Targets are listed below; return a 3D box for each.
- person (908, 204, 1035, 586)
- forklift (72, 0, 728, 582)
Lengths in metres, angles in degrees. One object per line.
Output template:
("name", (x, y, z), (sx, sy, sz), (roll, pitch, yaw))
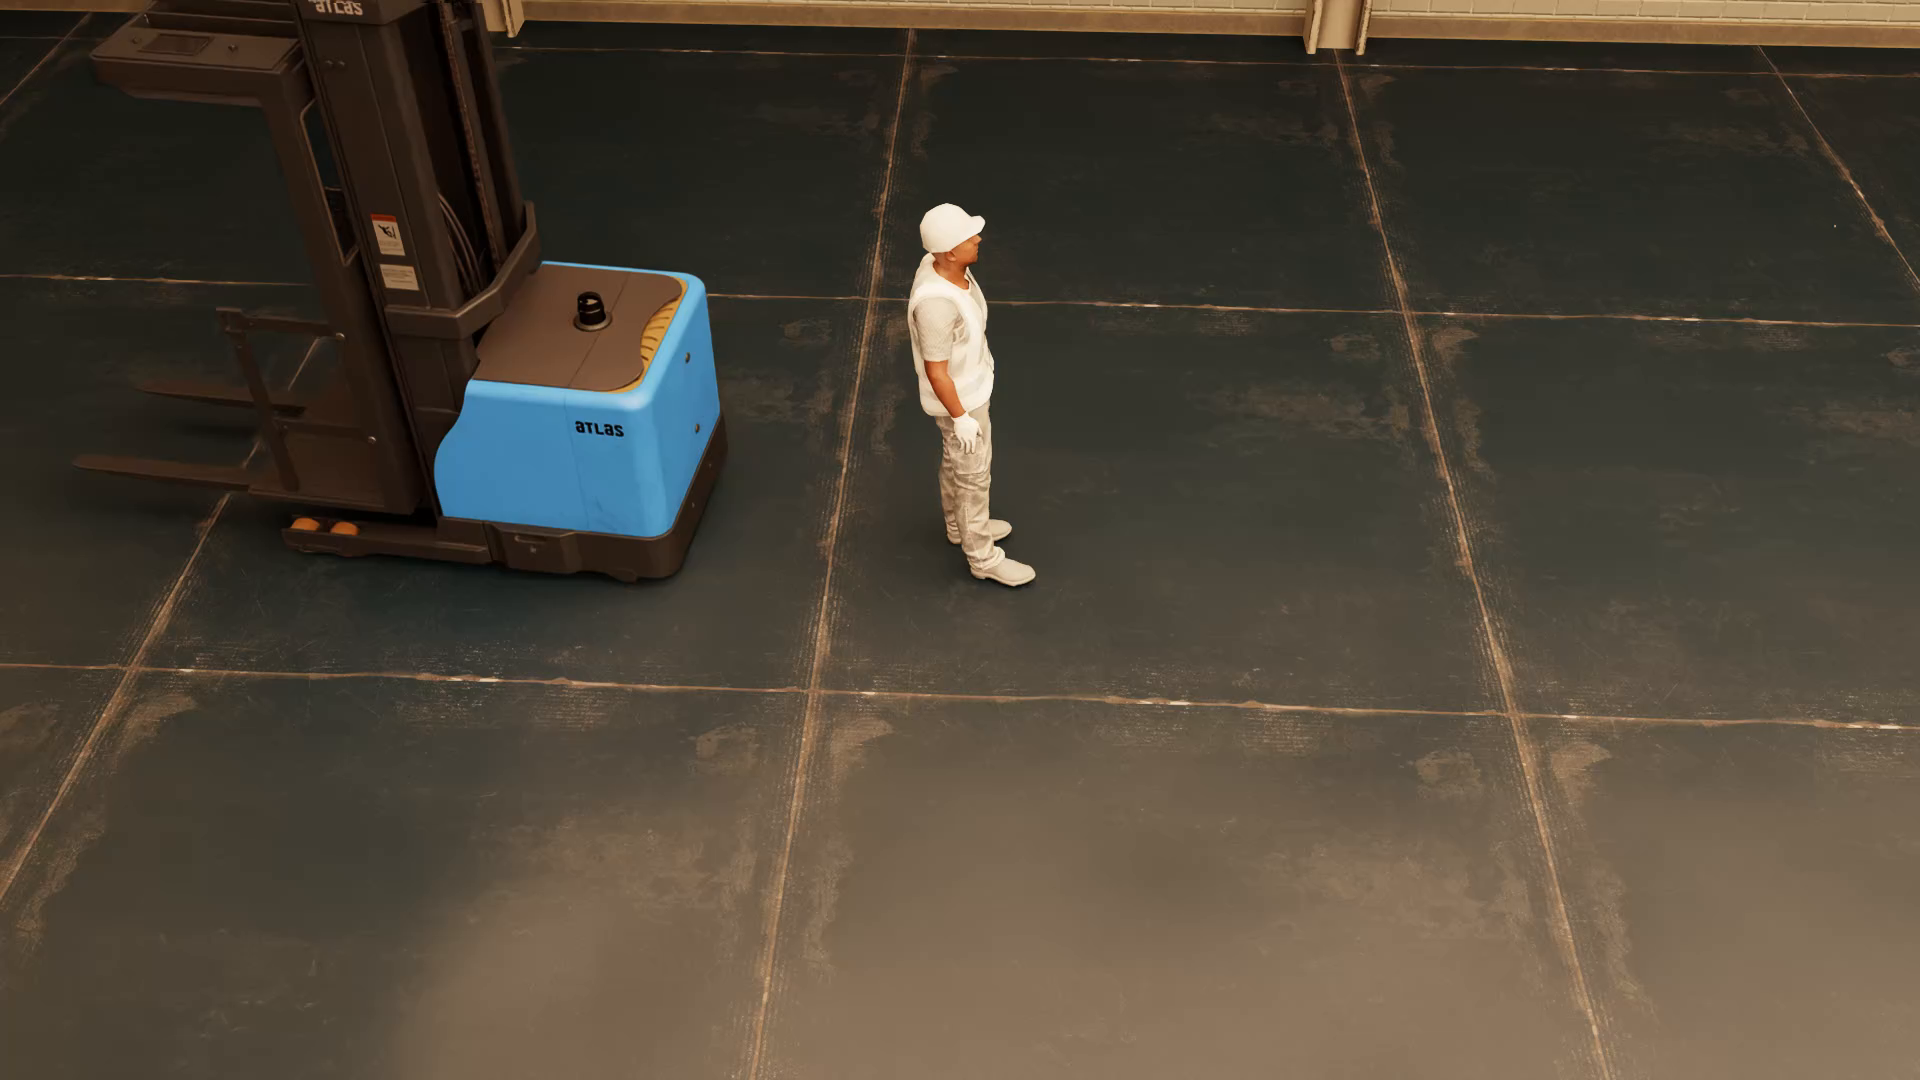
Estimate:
("person", (0.072, -0.656, 7.302), (0.575, 1.785, 0.657), (2, 42, 2))
("forklift", (-2.723, -1.349, 7.220), (3.031, 2.935, 1.130), (6, 43, 6))
